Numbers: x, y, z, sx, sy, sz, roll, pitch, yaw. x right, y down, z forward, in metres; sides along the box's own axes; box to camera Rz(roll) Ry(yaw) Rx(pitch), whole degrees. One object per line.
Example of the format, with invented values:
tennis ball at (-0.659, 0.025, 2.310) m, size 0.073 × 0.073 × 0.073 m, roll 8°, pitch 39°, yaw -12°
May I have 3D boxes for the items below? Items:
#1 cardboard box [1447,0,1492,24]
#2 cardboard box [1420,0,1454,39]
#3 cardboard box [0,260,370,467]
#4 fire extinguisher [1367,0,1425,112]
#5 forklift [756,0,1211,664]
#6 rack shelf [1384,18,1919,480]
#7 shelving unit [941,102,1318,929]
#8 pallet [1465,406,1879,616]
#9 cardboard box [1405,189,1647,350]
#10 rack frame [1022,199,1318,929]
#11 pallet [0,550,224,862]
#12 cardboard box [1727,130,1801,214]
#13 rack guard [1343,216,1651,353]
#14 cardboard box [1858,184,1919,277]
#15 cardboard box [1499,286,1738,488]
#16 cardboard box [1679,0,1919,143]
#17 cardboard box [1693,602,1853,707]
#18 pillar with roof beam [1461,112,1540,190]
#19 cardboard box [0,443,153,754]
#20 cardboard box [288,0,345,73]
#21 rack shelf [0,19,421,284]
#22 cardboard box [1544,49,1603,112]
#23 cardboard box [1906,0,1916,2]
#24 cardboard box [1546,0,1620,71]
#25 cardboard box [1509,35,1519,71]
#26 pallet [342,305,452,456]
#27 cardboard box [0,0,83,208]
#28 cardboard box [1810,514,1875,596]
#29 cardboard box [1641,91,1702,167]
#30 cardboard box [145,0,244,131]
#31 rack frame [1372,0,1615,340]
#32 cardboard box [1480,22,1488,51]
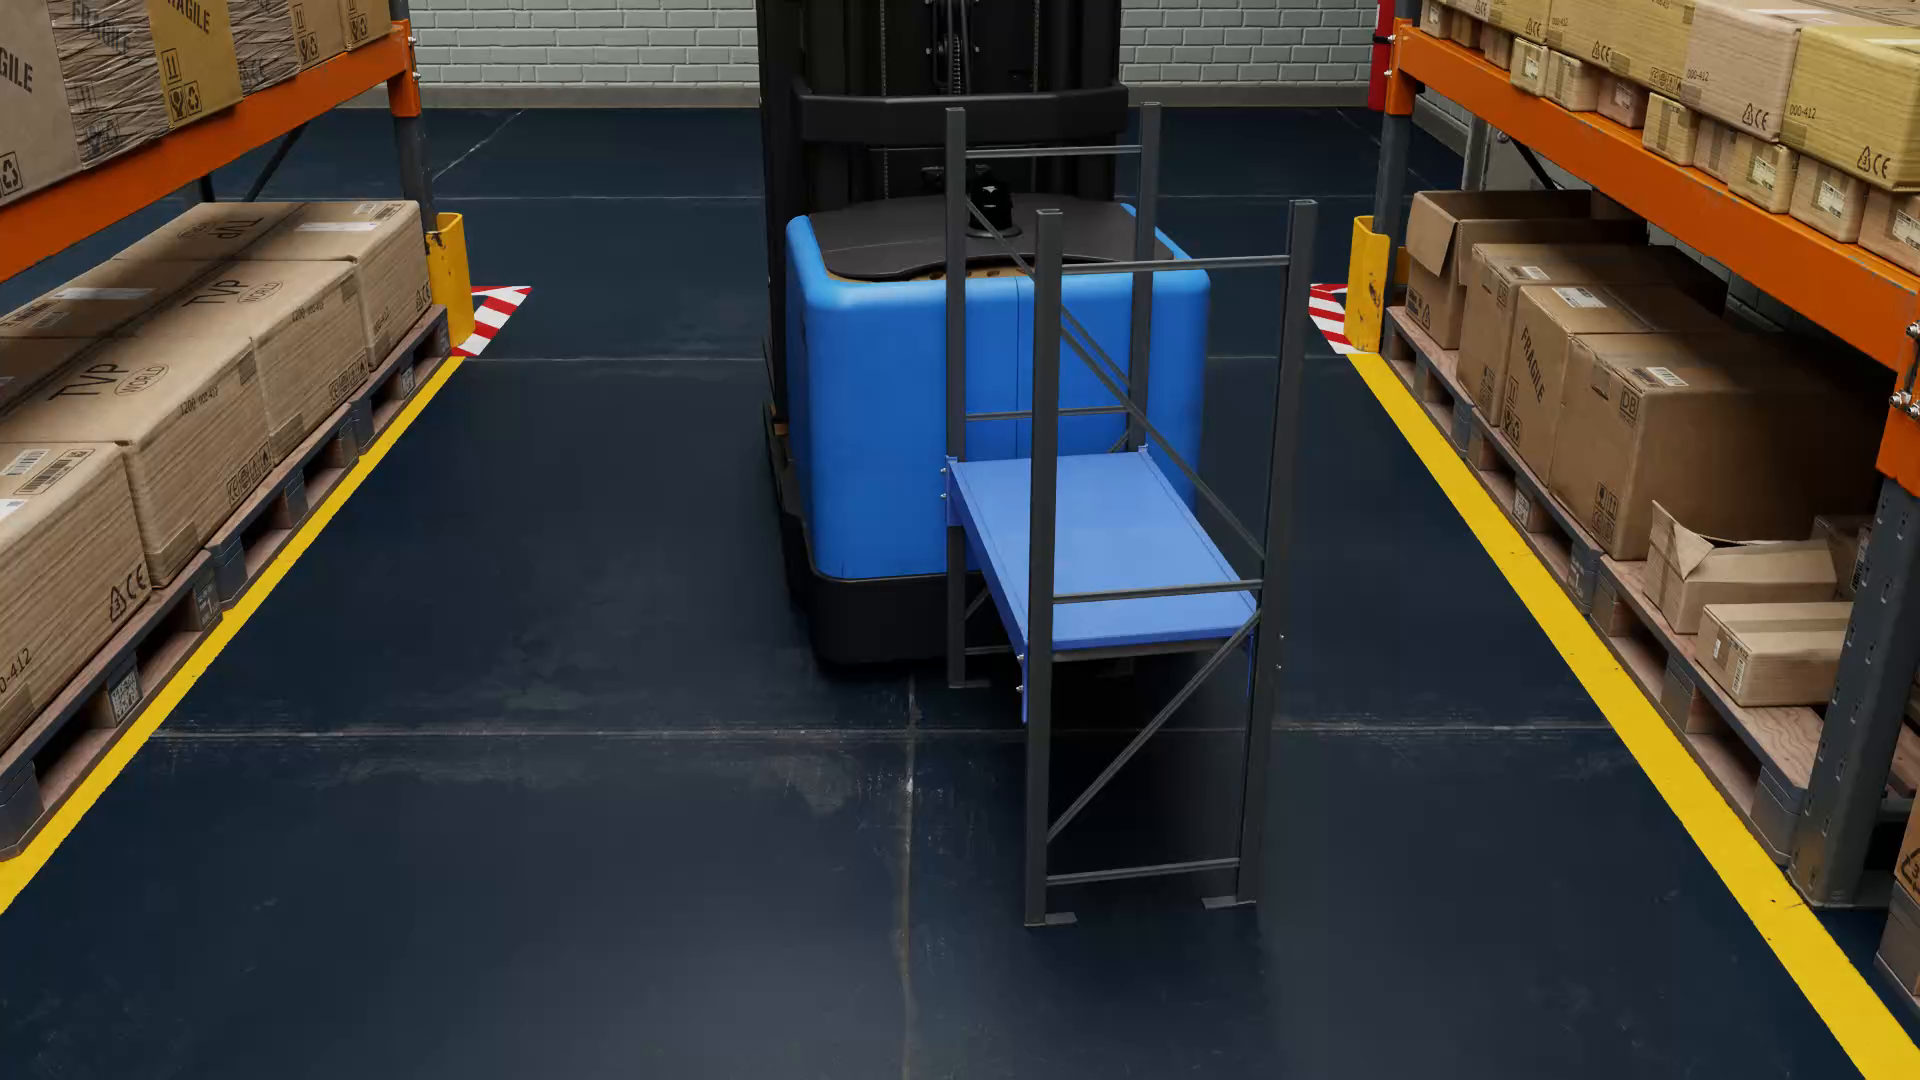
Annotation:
cardboard box at (1.996, -1.929, 5.696) m, size 0.500 × 0.250 × 0.500 m, roll 0°, pitch 24°, yaw 0°
cardboard box at (1.984, -2.007, 6.351) m, size 0.380 × 0.149 × 0.250 m, roll 0°, pitch 24°, yaw -1°
cardboard box at (-2.583, -0.609, 5.557) m, size 0.875 × 0.438 × 0.875 m, roll 0°, pitch 24°, yaw 1°
fire extinguisher at (1.791, -2.111, 6.824) m, size 0.296 × 0.674 × 0.183 m, roll 0°, pitch 24°, yaw -1°
forklift at (-0.101, -1.589, 5.207) m, size 1.130 × 2.935 × 3.031 m, roll -4°, pitch 25°, yaw -9°
rack shelf at (2.277, -1.106, 4.928) m, size 1.077 × 0.370 × 4.000 m, roll 0°, pitch 24°, yaw -1°
shelving unit at (0.297, -0.103, 3.659) m, size 0.538 × 1.500 × 1.048 m, roll -4°, pitch 25°, yaw -8°
pallet at (2.276, -0.126, 5.272) m, size 1.003 × 0.211 × 1.213 m, roll 0°, pitch 24°, yaw -1°
cardboard box at (2.167, -1.059, 6.472) m, size 0.797 × 0.503 × 0.637 m, roll -1°, pitch 24°, yaw -3°
rack frame at (0.379, 0.103, 3.202) m, size 0.500 × 1.500 × 0.032 m, roll -4°, pitch 25°, yaw -8°
pallet at (-2.595, 0.371, 4.173) m, size 1.003 × 0.211 × 1.213 m, roll 0°, pitch 24°, yaw -1°
cardboard box at (1.991, -0.839, 3.771) m, size 0.380 × 0.149 × 0.250 m, roll 0°, pitch 24°, yaw 1°
rack guard at (2.256, -1.087, 7.048) m, size 1.175 × 0.500 × 0.348 m, roll 0°, pitch 24°, yaw -1°
cardboard box at (2.043, -0.625, 3.297) m, size 0.380 × 0.149 × 0.250 m, roll 0°, pitch 24°, yaw 0°
cardboard box at (2.043, -0.487, 5.210) m, size 0.500 × 0.500 × 0.500 m, roll 0°, pitch 24°, yaw 0°
cardboard box at (2.029, -1.092, 3.845) m, size 0.500 × 0.250 × 0.500 m, roll 0°, pitch 24°, yaw 0°
cardboard box at (1.999, 0.270, 3.963) m, size 0.380 × 0.149 × 0.250 m, roll -1°, pitch 24°, yaw -2°
pillar with roof beam at (-1.178, -6.087, 7.788) m, size 9.100 × 9.000 × 0.400 m, roll 0°, pitch 24°, yaw -1°
cardboard box at (-2.564, 0.131, 3.919) m, size 0.875 × 0.438 × 0.875 m, roll -1°, pitch 24°, yaw -1°
cardboard box at (-2.448, -1.875, 5.634) m, size 0.500 × 0.500 × 0.500 m, roll -1°, pitch 24°, yaw -2°
rack shelf at (-2.686, -1.082, 4.875) m, size 1.077 × 0.370 × 4.000 m, roll 0°, pitch 24°, yaw -1°
cardboard box at (1.972, -1.367, 4.938) m, size 0.380 × 0.149 × 0.250 m, roll 0°, pitch 24°, yaw 1°
cardboard box at (2.547, -1.301, 4.308) m, size 0.500 × 0.250 × 0.500 m, roll 0°, pitch 24°, yaw 1°
cardboard box at (2.032, -1.510, 4.769) m, size 0.500 × 0.250 × 0.500 m, roll -1°, pitch 24°, yaw -2°
cardboard box at (2.021, -1.580, 5.408) m, size 0.380 × 0.149 × 0.250 m, roll 0°, pitch 24°, yaw 0°
pallet at (-2.621, -0.634, 6.396) m, size 1.003 × 0.211 × 1.213 m, roll 0°, pitch 24°, yaw -1°
cardboard box at (-2.409, -1.033, 3.773) m, size 0.500 × 0.500 × 0.500 m, roll 0°, pitch 24°, yaw 0°
cardboard box at (2.523, 0.046, 4.458) m, size 0.380 × 0.149 × 0.250 m, roll -1°, pitch 24°, yaw -1°
cardboard box at (1.985, -1.053, 4.243) m, size 0.380 × 0.149 × 0.250 m, roll -1°, pitch 24°, yaw -1°
cardboard box at (-2.414, -1.450, 4.695) m, size 0.500 × 0.500 × 0.500 m, roll 0°, pitch 24°, yaw 1°
rack frame at (2.255, -2.258, 6.602) m, size 1.000 × 3.000 × 0.127 m, roll 0°, pitch 24°, yaw -1°
cardboard box at (2.071, -1.794, 5.881) m, size 0.380 × 0.149 × 0.250 m, roll -1°, pitch 24°, yaw -1°
